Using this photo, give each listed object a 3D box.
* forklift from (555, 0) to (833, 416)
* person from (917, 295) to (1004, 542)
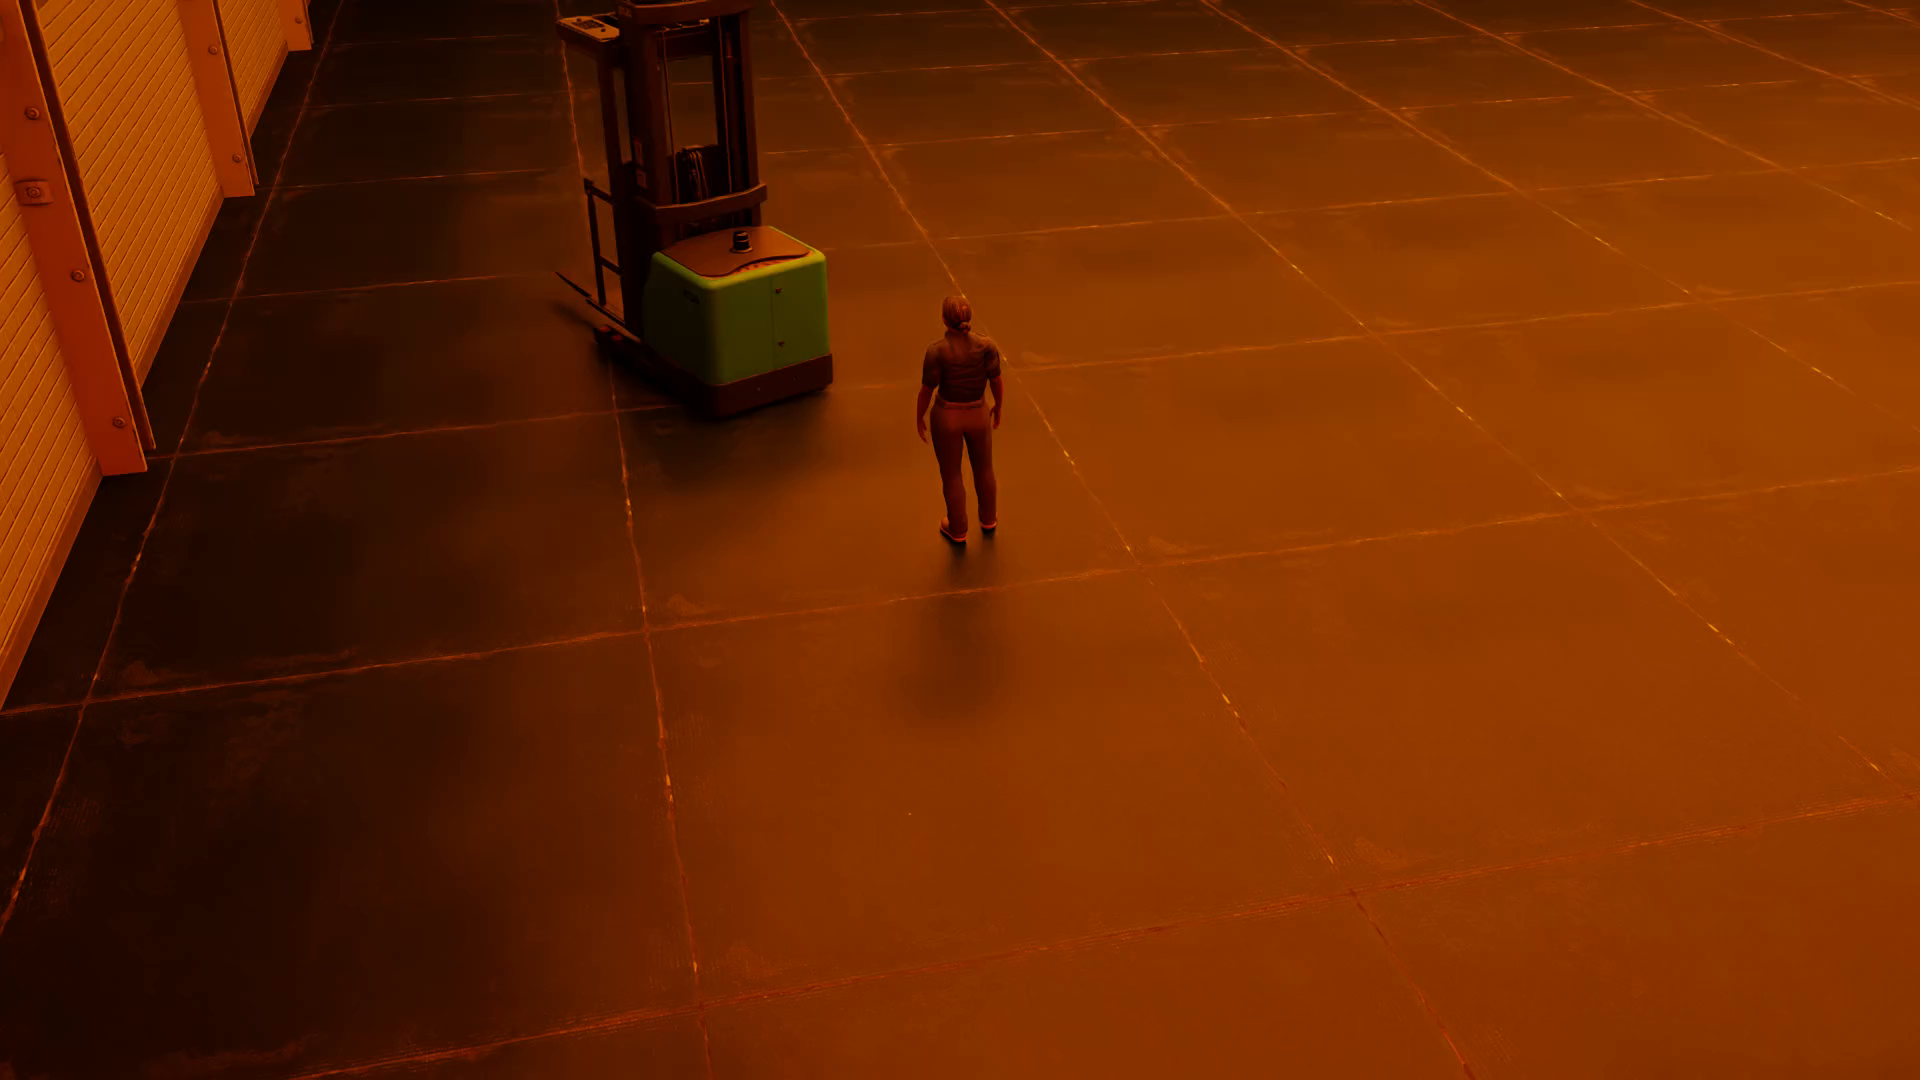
[{"bbox_3d":[-2.228,-2.836,12.473,1.130,2.935,3.031,-20,36,-31],"label":"forklift"},{"bbox_3d":[-0.002,-0.767,10.160,0.570,1.656,0.503,-7,31,-12],"label":"person"}]
